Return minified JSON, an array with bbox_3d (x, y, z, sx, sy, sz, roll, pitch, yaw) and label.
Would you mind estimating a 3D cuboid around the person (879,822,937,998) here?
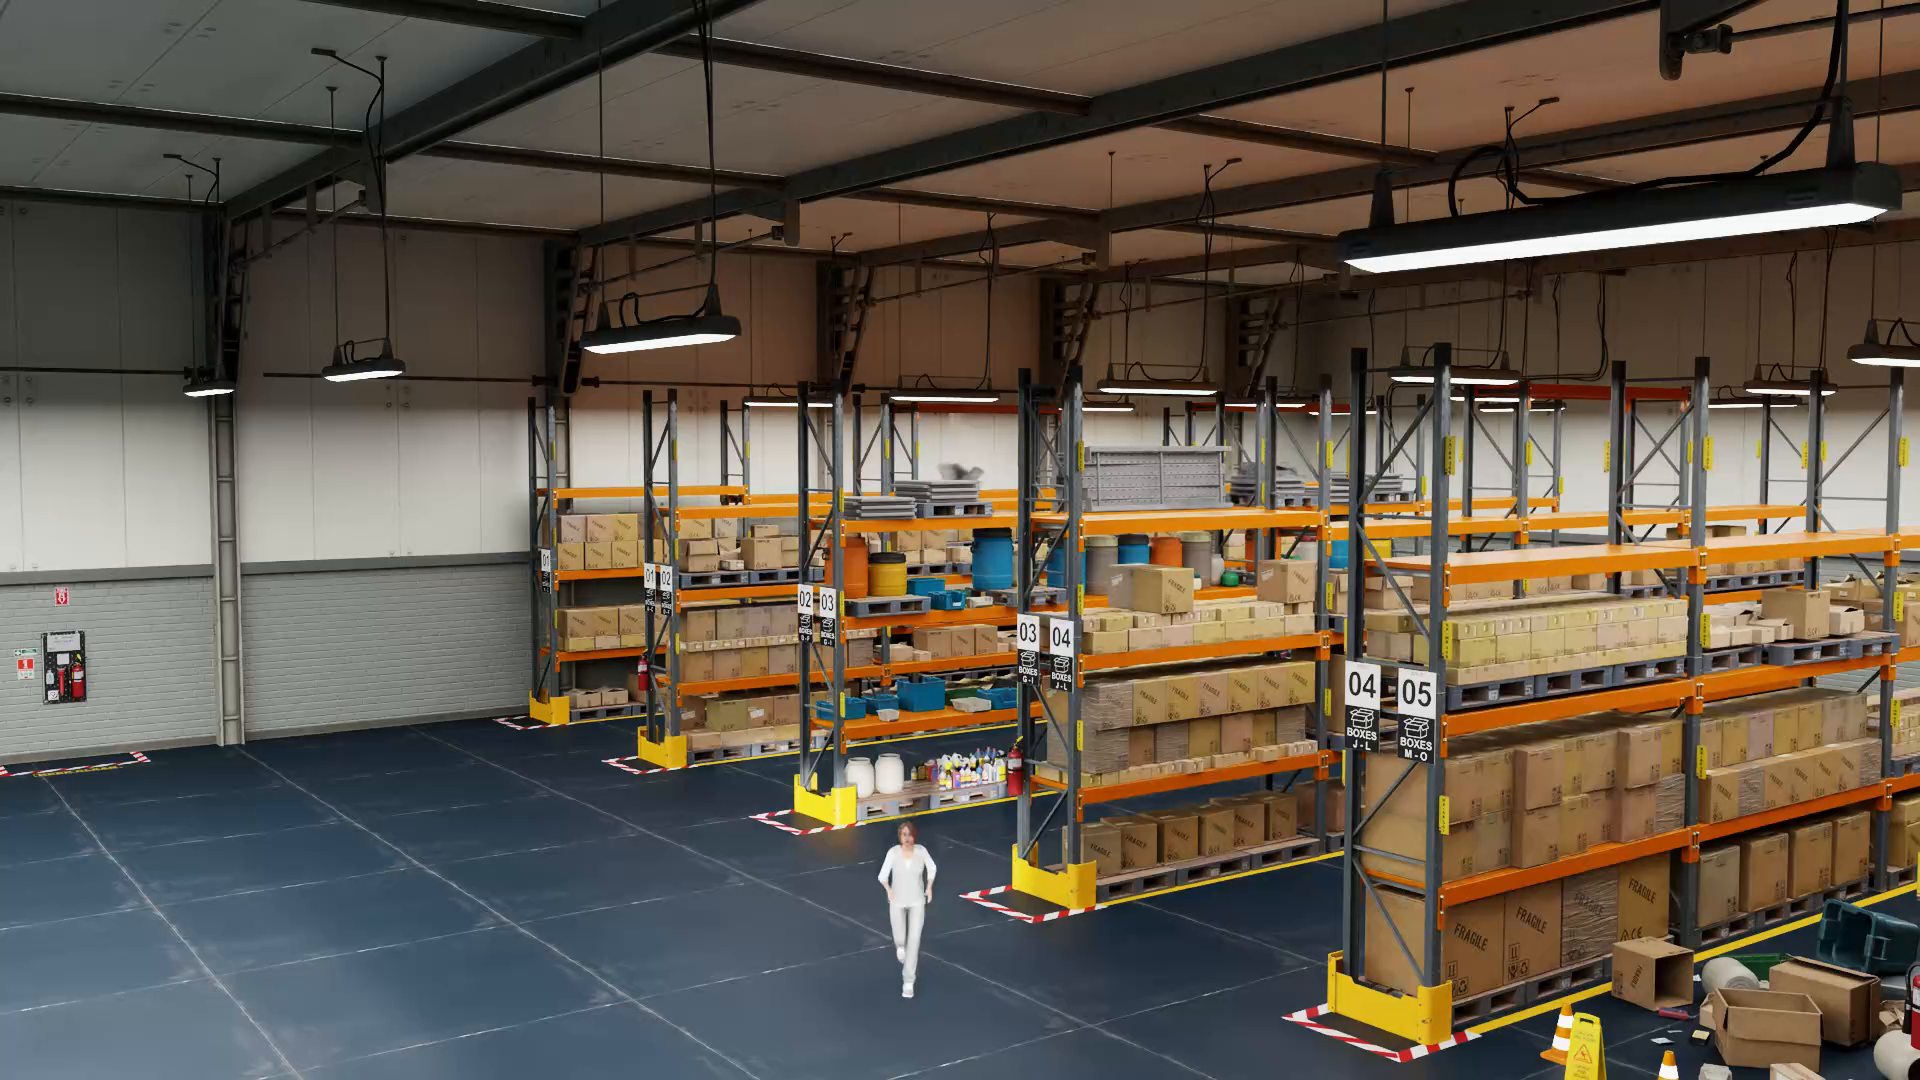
[{"bbox_3d":[-0.494,3.450,15.772,0.552,1.590,0.784,0,3,-3],"label":"person"}]
